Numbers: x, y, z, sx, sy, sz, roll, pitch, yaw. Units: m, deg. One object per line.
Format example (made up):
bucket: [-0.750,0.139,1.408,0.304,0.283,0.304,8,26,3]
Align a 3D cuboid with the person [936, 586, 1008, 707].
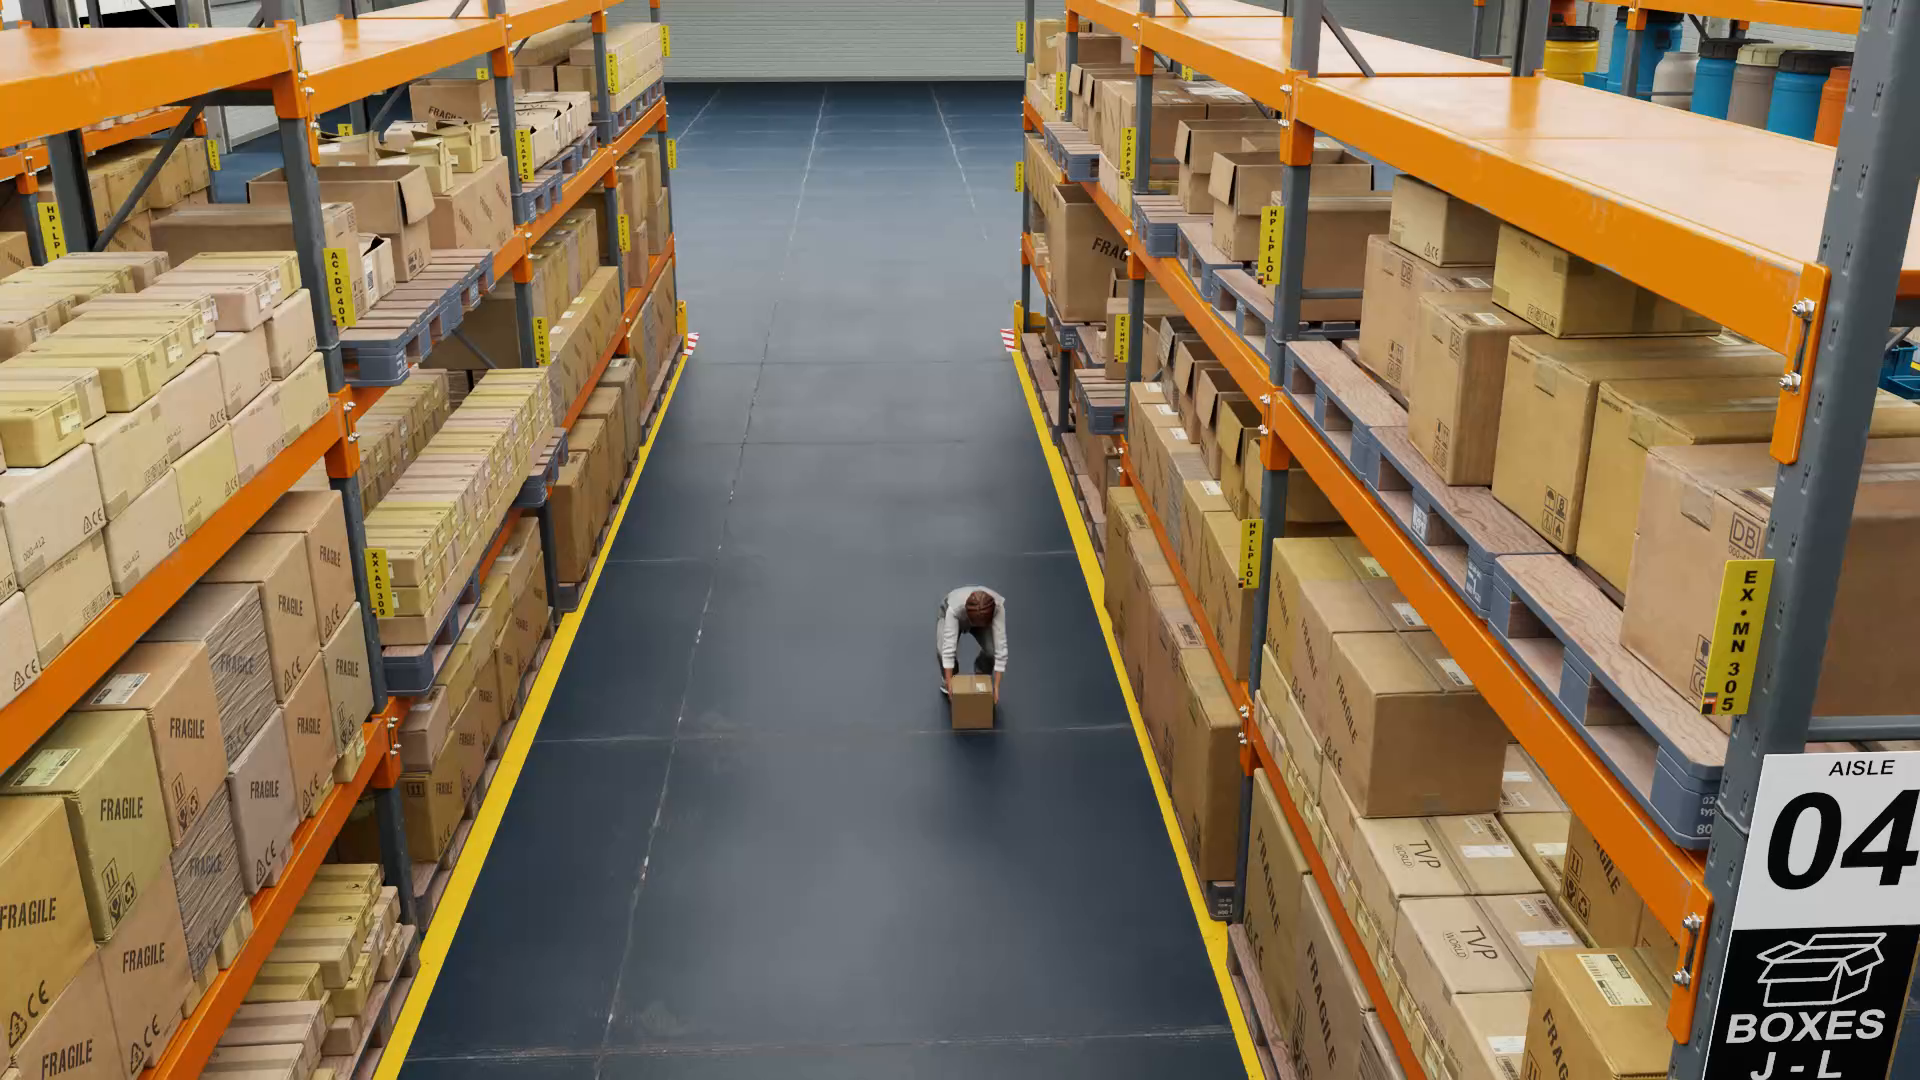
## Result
person: [0.067,0.611,10.568,0.442,0.829,0.804,-1,21,-3]
